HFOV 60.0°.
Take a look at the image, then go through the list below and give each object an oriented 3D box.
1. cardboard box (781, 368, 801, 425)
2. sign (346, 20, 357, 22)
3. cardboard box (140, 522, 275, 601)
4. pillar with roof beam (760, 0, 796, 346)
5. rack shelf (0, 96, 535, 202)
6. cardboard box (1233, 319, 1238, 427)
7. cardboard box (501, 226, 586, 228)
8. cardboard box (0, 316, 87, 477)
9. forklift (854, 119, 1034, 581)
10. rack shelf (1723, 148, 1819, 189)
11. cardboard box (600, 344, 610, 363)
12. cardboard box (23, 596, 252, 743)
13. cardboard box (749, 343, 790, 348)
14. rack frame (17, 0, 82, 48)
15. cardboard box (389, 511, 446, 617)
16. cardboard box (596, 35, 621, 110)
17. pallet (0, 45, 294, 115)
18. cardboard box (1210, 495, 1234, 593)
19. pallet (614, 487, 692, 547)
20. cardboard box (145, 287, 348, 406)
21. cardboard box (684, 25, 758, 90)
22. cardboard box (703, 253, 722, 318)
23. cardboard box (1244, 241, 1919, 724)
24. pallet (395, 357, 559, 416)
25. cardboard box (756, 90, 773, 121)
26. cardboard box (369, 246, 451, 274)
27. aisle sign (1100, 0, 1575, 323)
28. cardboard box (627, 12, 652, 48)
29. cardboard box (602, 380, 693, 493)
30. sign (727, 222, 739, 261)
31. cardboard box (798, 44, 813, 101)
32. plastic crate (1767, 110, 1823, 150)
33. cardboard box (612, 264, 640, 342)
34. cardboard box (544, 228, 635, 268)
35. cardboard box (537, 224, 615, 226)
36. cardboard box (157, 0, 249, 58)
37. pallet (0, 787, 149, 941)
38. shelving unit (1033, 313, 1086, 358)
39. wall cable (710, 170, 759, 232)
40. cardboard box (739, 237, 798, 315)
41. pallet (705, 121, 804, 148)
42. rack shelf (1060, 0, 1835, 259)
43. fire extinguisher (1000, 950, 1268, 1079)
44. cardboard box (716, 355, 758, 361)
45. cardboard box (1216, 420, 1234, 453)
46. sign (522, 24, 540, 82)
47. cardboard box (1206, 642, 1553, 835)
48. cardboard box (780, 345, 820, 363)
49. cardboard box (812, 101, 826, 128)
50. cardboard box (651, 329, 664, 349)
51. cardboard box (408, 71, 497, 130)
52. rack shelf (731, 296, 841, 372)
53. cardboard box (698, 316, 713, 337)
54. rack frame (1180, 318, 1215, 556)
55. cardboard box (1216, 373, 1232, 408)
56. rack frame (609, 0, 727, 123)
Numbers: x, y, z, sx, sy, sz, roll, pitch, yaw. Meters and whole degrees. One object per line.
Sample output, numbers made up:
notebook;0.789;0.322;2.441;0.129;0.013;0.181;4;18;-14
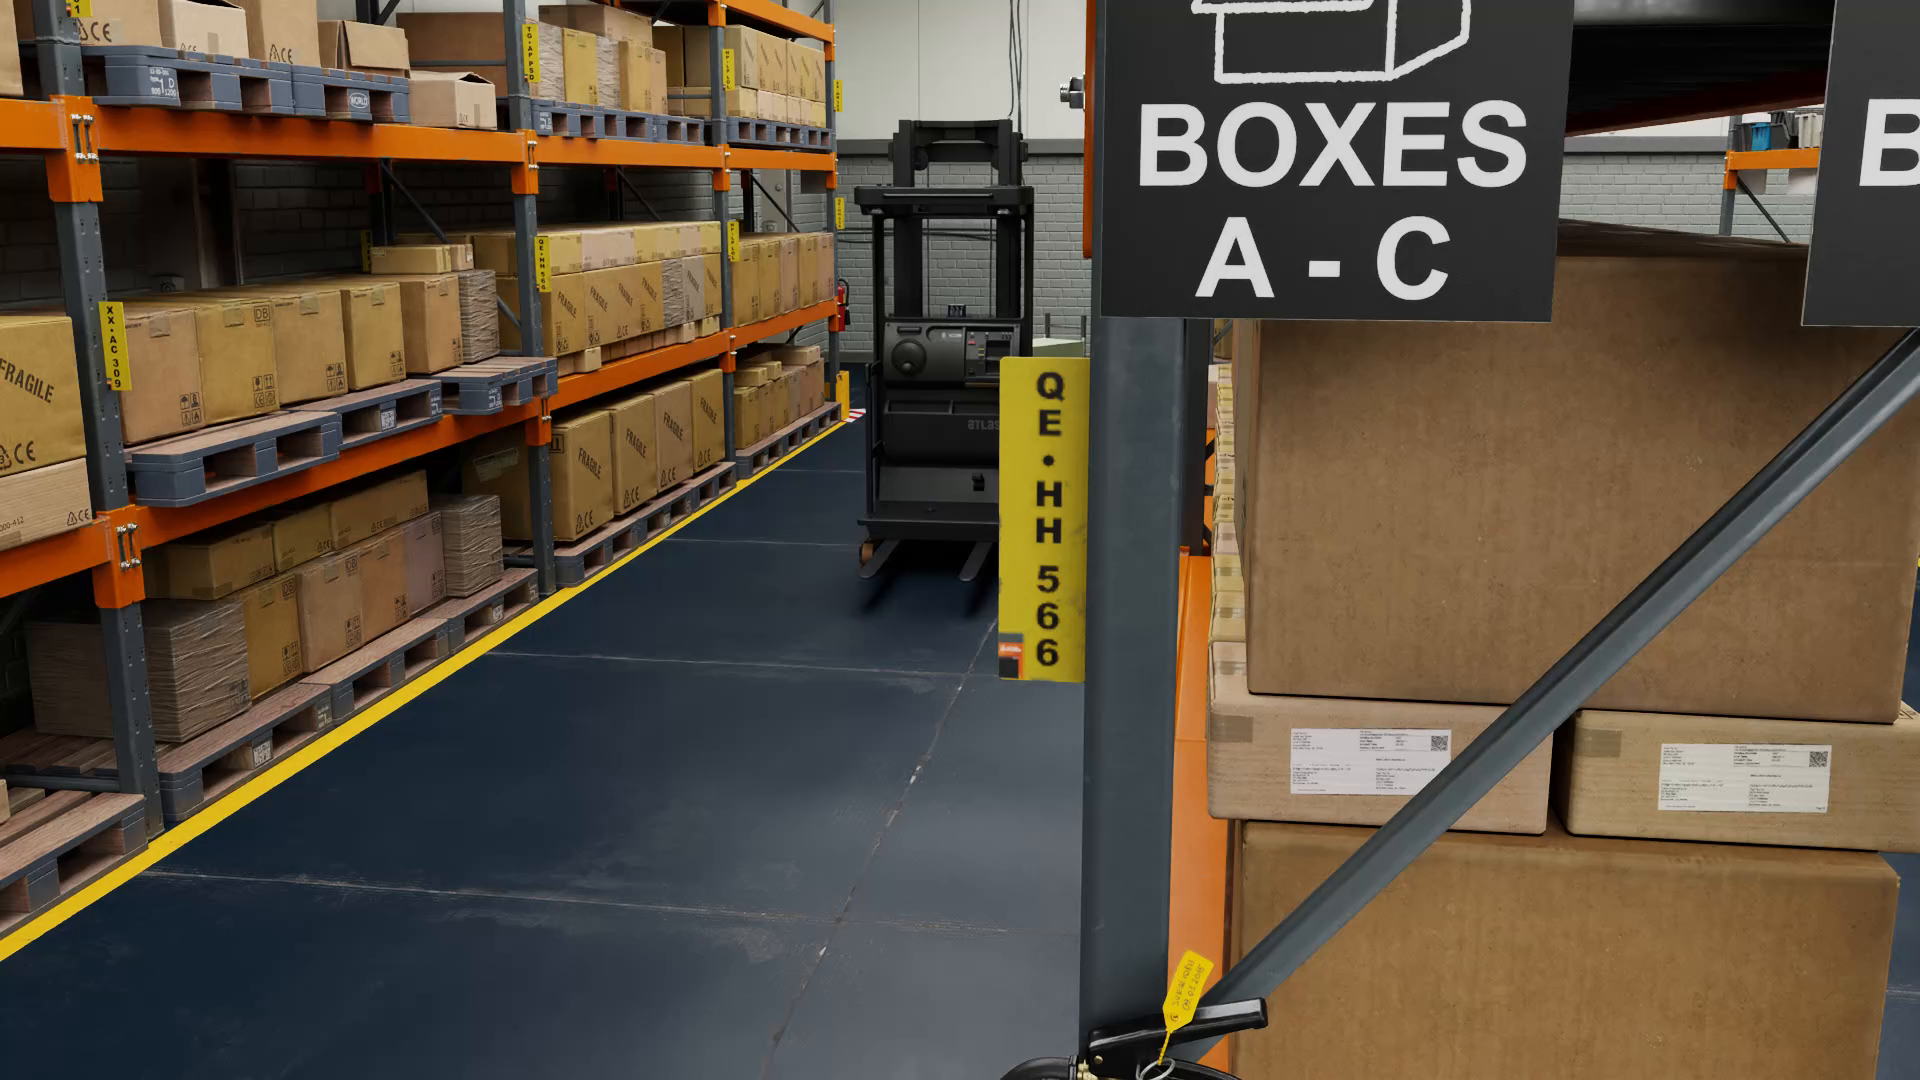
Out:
cardboard box;-1.974;-1.431;16.450;0.700;0.500;0.500;1;12;7
sign;-3.590;-2.918;9.876;0.100;0.325;0.005;2;12;9
cardboard box;-3.496;0.087;7.577;0.500;0.250;0.500;2;12;7
pillar with roof beam;2.002;-6.189;19.350;9.100;9.000;0.400;2;12;9
rack shelf;-3.350;-1.838;7.992;1.077;0.370;4.000;2;12;9
cardboard box;1.022;-0.529;4.010;0.700;0.500;0.500;2;12;9
cardboard box;-2.986;-2.134;12.004;0.500;0.250;0.500;2;12;7
cardboard box;-3.425;-0.502;5.731;0.500;0.500;0.500;2;12;9
forklift;-0.079;-1.301;11.074;1.130;2.935;3.031;2;12;7
rack shelf;7.670;-3.183;14.229;1.077;0.370;4.000;2;12;9
cardboard box;-2.643;-1.304;11.471;0.380;0.149;0.250;2;12;10
cardboard box;-3.561;0.546;7.230;0.700;0.500;0.500;2;12;11
cardboard box;-1.999;-1.989;17.501;0.380;0.149;0.250;2;12;9
rack frame;-3.658;-3.240;5.668;1.000;3.000;0.127;2;12;9
cardboard box;-3.296;0.122;9.197;0.700;0.500;0.500;2;12;9
cardboard box;-2.833;-3.303;11.799;0.700;0.500;0.500;2;12;9
pallet;-3.457;-1.807;6.584;1.213;0.211;1.003;2;12;9
cardboard box;0.652;0.019;3.010;0.380;0.149;0.250;2;12;10
pallet;-2.657;-0.192;12.383;1.003;0.211;1.213;2;12;9
cardboard box;-3.382;-0.930;7.909;0.700;0.500;0.500;4;13;16
cardboard box;-2.040;-4.126;14.240;0.500;0.500;0.500;2;12;8
cardboard box;-2.249;-2.073;13.500;0.500;0.500;0.500;2;12;8
cardboard box;0.715;-0.106;2.048;0.700;0.500;0.500;2;12;9
pallet;-3.047;-0.895;9.479;1.213;0.211;1.003;2;12;9
cardboard box;-1.968;-3.861;14.790;0.500;0.250;0.500;2;12;7
cardboard box;-3.101;-1.581;9.388;0.380;0.149;0.250;0;12;-1
aisle sign;0.322;-0.582;1.402;0.394;0.787;0.004;2;12;9
cardboard box;-2.692;-3.891;12.745;0.500;0.250;0.500;3;12;13
cardboard box;-2.532;-0.803;12.703;0.750;0.750;0.750;2;12;10
sign;-1.890;-2.485;13.841;0.100;0.325;0.005;2;12;9
cardboard box;-1.743;-4.554;16.227;0.500;0.500;0.500;2;12;10
plastic crate;7.471;-3.611;14.658;0.504;0.338;0.767;2;12;9
cardboard box;-2.548;-1.649;11.534;0.500;0.500;0.500;2;12;8
cardboard box;-2.563;-2.013;11.443;0.500;0.250;0.500;2;12;9
cardboard box;-2.901;-2.242;12.508;0.500;0.250;0.500;1;12;7
cardboard box;-3.400;-2.175;7.060;0.500;0.311;0.500;2;12;10
pallet;-3.726;1.197;5.940;1.003;0.211;1.213;2;12;9
shelving unit;0.591;-1.004;13.092;0.431;1.500;0.755;11;16;41
wall cable;-2.550;-3.599;19.163;0.084;1.984;1.851;2;12;9
cardboard box;-2.108;-2.535;15.926;0.980;0.700;0.700;1;12;6
pallet;-2.101;-3.819;15.684;1.003;0.211;1.213;2;12;9
rack shelf;0.930;-0.846;3.387;1.077;0.370;4.000;2;12;9
fire extinguisher;0.145;0.732;1.659;0.296;0.674;0.183;2;12;9
cardboard box;-2.192;-1.725;16.277;0.380;0.149;0.250;2;12;9
cardboard box;0.811;-0.196;4.004;0.380;0.149;0.250;2;12;7
sign;-2.507;-2.841;9.710;0.100;0.325;0.005;2;12;9
cardboard box;0.493;0.233;2.014;0.380;0.149;0.250;2;12;8
cardboard box;-1.661;-1.924;17.199;0.380;0.149;0.250;2;12;8
cardboard box;-1.662;-4.292;16.789;0.500;0.250;0.500;2;12;10
cardboard box;-2.438;-1.517;12.462;0.380;0.149;0.250;2;12;7
cardboard box;-2.886;-2.414;9.119;0.500;0.311;0.500;2;12;9
rack shelf;-2.120;-2.037;16.035;1.077;0.370;4.000;2;12;9
cardboard box;-2.215;-1.727;13.435;0.380;0.149;0.250;2;12;10
rack frame;1.238;-0.148;5.559;1.000;3.000;0.127;2;12;9
cardboard box;0.967;-0.412;5.007;0.380;0.149;0.250;2;12;9
rack frame;-2.427;-4.905;13.395;1.000;3.000;0.127;2;12;9
